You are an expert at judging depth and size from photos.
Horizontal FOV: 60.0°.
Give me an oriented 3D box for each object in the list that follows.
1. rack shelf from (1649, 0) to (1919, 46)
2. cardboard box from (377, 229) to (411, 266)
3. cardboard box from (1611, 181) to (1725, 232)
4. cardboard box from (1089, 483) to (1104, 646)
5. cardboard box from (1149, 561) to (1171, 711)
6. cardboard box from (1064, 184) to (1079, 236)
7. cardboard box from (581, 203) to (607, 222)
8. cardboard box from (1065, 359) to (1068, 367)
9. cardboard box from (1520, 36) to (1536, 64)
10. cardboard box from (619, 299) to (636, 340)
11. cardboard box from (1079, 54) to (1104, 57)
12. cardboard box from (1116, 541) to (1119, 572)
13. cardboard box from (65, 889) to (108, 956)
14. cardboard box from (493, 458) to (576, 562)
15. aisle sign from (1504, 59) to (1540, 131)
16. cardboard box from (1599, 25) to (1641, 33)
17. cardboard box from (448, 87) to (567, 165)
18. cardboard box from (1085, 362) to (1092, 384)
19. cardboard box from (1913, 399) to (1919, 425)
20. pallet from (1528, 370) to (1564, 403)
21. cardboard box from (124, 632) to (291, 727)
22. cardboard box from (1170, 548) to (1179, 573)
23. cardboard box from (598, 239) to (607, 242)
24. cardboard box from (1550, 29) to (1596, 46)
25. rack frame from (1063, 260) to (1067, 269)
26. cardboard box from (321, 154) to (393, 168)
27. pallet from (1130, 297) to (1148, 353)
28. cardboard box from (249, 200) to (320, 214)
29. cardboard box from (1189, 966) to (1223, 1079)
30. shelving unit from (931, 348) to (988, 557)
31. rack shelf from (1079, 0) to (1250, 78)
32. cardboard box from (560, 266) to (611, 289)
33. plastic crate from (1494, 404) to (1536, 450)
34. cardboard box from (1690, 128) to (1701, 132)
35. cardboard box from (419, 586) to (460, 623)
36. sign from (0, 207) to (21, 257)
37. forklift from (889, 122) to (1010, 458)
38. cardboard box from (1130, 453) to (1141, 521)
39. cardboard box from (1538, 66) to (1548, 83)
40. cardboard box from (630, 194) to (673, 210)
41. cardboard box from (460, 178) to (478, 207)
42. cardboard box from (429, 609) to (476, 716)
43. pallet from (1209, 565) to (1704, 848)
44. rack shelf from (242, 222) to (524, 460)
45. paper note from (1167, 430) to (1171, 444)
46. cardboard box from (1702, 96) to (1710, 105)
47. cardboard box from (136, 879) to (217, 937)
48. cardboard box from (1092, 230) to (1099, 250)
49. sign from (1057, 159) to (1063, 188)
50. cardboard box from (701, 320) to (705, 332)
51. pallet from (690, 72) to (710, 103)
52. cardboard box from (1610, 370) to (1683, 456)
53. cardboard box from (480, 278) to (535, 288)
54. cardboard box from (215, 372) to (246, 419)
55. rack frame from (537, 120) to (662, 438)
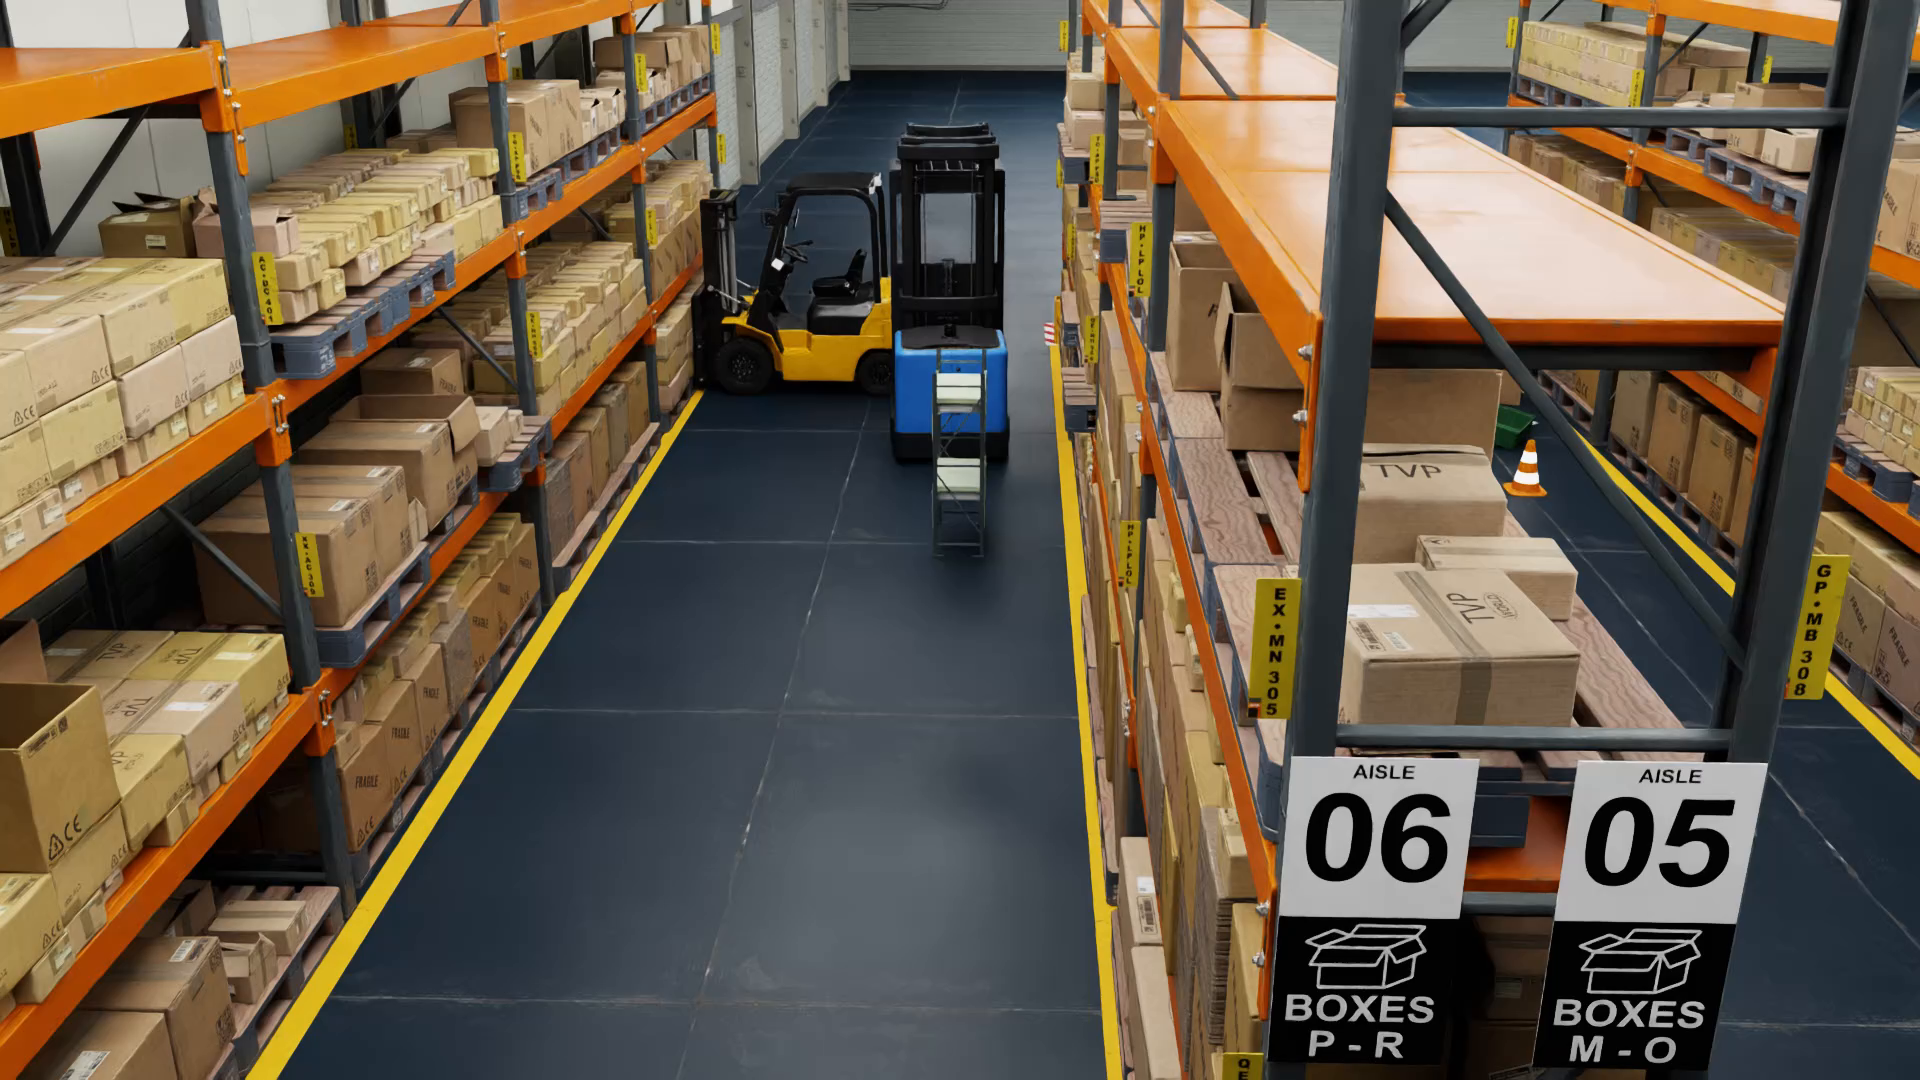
[{"bbox_3d":[6.465,-3.855,12.573,1.077,0.370,4.000,1,21,2],"label":"rack shelf"},{"bbox_3d":[-3.177,-1.571,8.912,0.380,0.149,0.250,1,21,3],"label":"cardboard box"},{"bbox_3d":[6.572,-3.010,15.439,0.875,0.550,0.550,1,21,2],"label":"cardboard box"},{"bbox_3d":[1.350,0.168,11.305,0.875,0.875,0.875,0,21,1],"label":"cardboard box"},{"bbox_3d":[1.054,0.410,6.804,0.500,0.500,0.500,0,21,1],"label":"cardboard box"},{"bbox_3d":[1.393,-3.597,18.104,0.500,0.500,0.500,1,21,3],"label":"cardboard box"},{"bbox_3d":[-3.635,-3.167,16.099,0.380,0.149,0.250,0,21,1],"label":"cardboard box"},{"bbox_3d":[1.331,-1.645,16.842,0.500,0.250,0.500,0,21,0],"label":"cardboard box"},{"bbox_3d":[6.377,-5.288,17.941,0.500,0.250,0.500,1,21,2],"label":"cardboard box"},{"bbox_3d":[-3.150,-1.938,14.584,0.500,0.250,0.500,1,21,1],"label":"cardboard box"},{"bbox_3d":[1.427,-4.933,17.194,0.380,0.149,0.250,1,21,1],"label":"cardboard box"},{"bbox_3d":[1.145,0.110,9.307,0.500,0.250,0.500,0,21,0],"label":"cardboard box"},{"bbox_3d":[-3.390,1.405,6.109,0.380,0.149,0.250,1,21,3],"label":"cardboard box"},{"bbox_3d":[-3.475,-0.242,12.709,0.875,0.625,0.625,1,21,3],"label":"cardboard box"},{"bbox_3d":[6.350,-4.991,18.651,0.394,0.787,0.004,1,21,2],"label":"aisle sign"},{"bbox_3d":[6.960,-5.337,17.516,0.380,0.149,0.250,1,21,3],"label":"cardboard box"},{"bbox_3d":[-3.327,-3.059,12.261,0.700,0.500,0.500,0,21,1],"label":"cardboard box"},{"bbox_3d":[1.127,-1.264,12.407,0.380,0.149,0.250,0,21,1],"label":"cardboard box"},{"bbox_3d":[6.171,-0.767,10.303,0.380,0.149,0.250,0,21,-1],"label":"cardboard box"},{"bbox_3d":[6.662,-1.720,17.670,1.003,0.211,1.213,1,21,2],"label":"pallet"},{"bbox_3d":[-3.401,0.636,7.540,0.500,0.250,0.500,1,21,3],"label":"cardboard box"},{"bbox_3d":[1.037,0.142,6.599,0.380,0.149,0.250,0,21,1],"label":"cardboard box"},{"bbox_3d":[-3.643,-2.587,15.911,0.500,0.500,0.500,1,21,1],"label":"cardboard box"},{"bbox_3d":[6.288,-5.160,17.062,0.380,0.149,0.250,0,21,1],"label":"cardboard box"},{"bbox_3d":[1.697,-3.768,19.093,1.000,3.000,0.127,1,21,2],"label":"rack frame"},{"bbox_3d":[-3.832,-2.360,10.563,0.380,0.149,0.250,1,21,2],"label":"cardboard box"},{"bbox_3d":[1.311,-1.070,8.258,0.805,0.209,1.217,0,21,-1],"label":"pallet"},{"bbox_3d":[-3.646,-1.721,8.888,0.380,0.149,0.250,1,21,2],"label":"cardboard box"},{"bbox_3d":[0.991,1.612,5.089,0.500,0.500,0.500,0,21,0],"label":"cardboard box"},{"bbox_3d":[0.000,-0.702,13.264,0.431,1.500,0.755,1,21,2],"label":"shelving unit"},{"bbox_3d":[1.515,-3.873,12.619,1.077,0.370,4.000,1,21,2],"label":"rack shelf"},{"bbox_3d":[-3.170,-2.226,14.084,0.380,0.149,0.250,0,21,0],"label":"cardboard box"},{"bbox_3d":[5.222,-1.097,16.016,0.450,0.188,0.662,23,29,25],"label":"plastic crate"},{"bbox_3d":[6.247,-3.455,13.768,0.250,0.149,0.380,1,21,2],"label":"cardboard box"},{"bbox_3d":[-3.338,0.399,10.332,0.380,0.149,0.250,0,21,-1],"label":"cardboard box"},{"bbox_3d":[-4.184,-1.310,7.353,0.100,0.325,0.005,1,21,2],"label":"sign"},{"bbox_3d":[-0.132,-2.605,16.191,1.130,2.935,3.031,-1,21,-2],"label":"forklift"},{"bbox_3d":[1.095,-0.106,8.135,0.500,0.500,0.500,1,21,3],"label":"cardboard box"},{"bbox_3d":[6.295,-4.879,17.438,0.380,0.149,0.250,1,21,2],"label":"cardboard box"},{"bbox_3d":[-3.072,-3.348,16.566,0.380,0.149,0.250,0,21,1],"label":"cardboard box"},{"bbox_3d":[-3.305,-2.218,10.609,0.380,0.149,0.250,0,21,0],"label":"cardboard box"},{"bbox_3d":[-3.342,0.754,10.313,0.500,0.500,0.500,0,21,0],"label":"cardboard box"},{"bbox_3d":[1.223,0.392,4.348,1.003,0.211,1.213,1,21,2],"label":"pallet"},{"bbox_3d":[-3.569,-1.268,9.499,1.077,0.370,4.000,1,21,2],"label":"rack shelf"},{"bbox_3d":[0.693,-0.345,5.538,0.006,0.032,0.123,1,21,2],"label":"paper note"},{"bbox_3d":[6.877,-3.955,15.057,0.380,0.149,0.250,0,21,1],"label":"cardboard box"},{"bbox_3d":[-3.886,1.812,7.849,0.500,0.311,0.500,1,21,4],"label":"cardboard box"},{"bbox_3d":[1.278,-2.445,13.657,0.380,0.149,0.250,2,21,5],"label":"cardboard box"},{"bbox_3d":[1.155,-4.177,18.951,0.100,0.325,0.005,1,21,2],"label":"sign"},{"bbox_3d":[-3.006,-2.240,17.684,0.500,0.250,0.500,1,21,1],"label":"cardboard box"},{"bbox_3d":[-3.312,-4.923,18.045,1.003,0.211,1.213,1,21,2],"label":"pallet"},{"bbox_3d":[6.597,-1.225,15.069,1.050,0.750,0.750,1,21,1],"label":"cardboard box"},{"bbox_3d":[-3.704,-2.048,13.626,0.380,0.149,0.250,1,21,2],"label":"cardboard box"},{"bbox_3d":[-3.345,-0.630,7.207,0.380,0.149,0.250,0,21,1],"label":"cardboard box"},{"bbox_3d":[-3.386,-2.375,15.502,1.000,3.000,0.127,1,21,2],"label":"rack frame"}]
